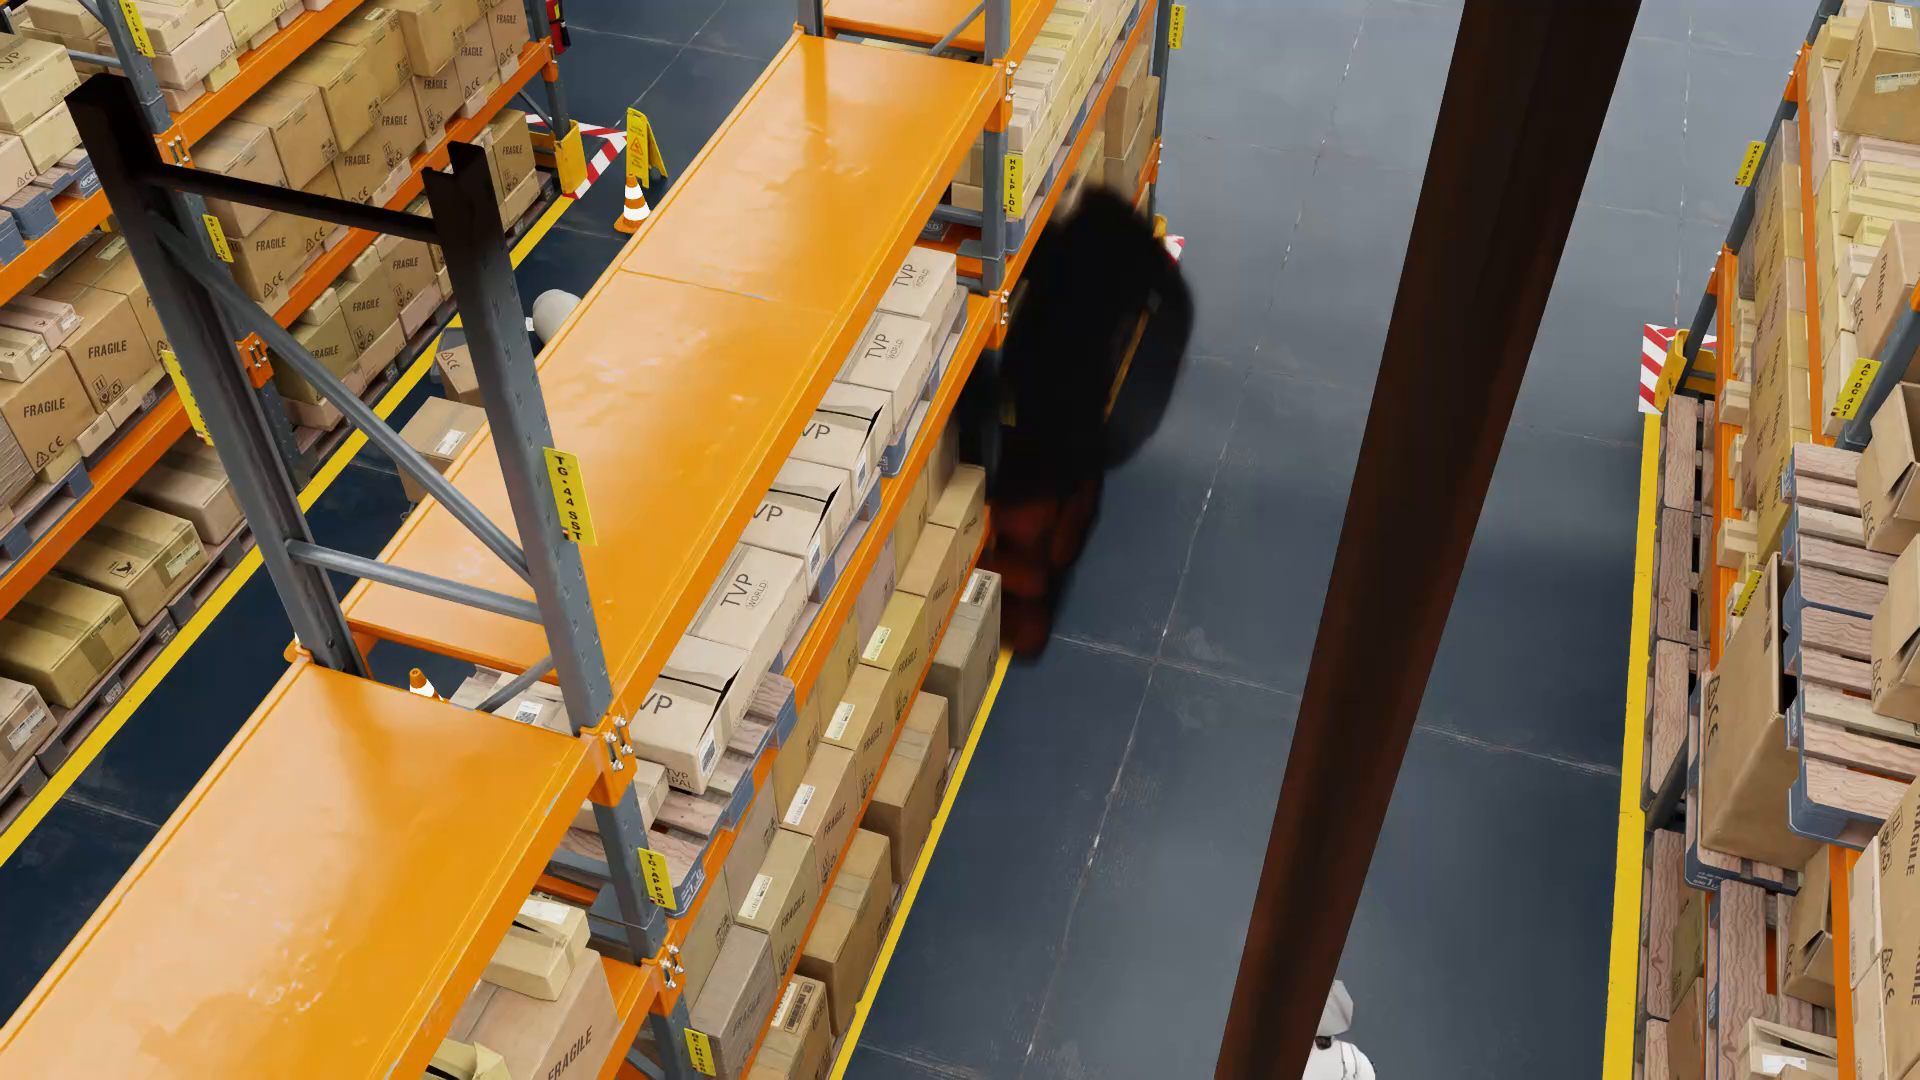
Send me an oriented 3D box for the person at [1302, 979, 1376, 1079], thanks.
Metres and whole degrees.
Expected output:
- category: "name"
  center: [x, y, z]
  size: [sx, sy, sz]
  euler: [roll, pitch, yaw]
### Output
- category: "person"
  center: [1.437, 2.666, 7.099]
  size: [0.651, 1.625, 0.939]
  euler: [2, 46, 2]
